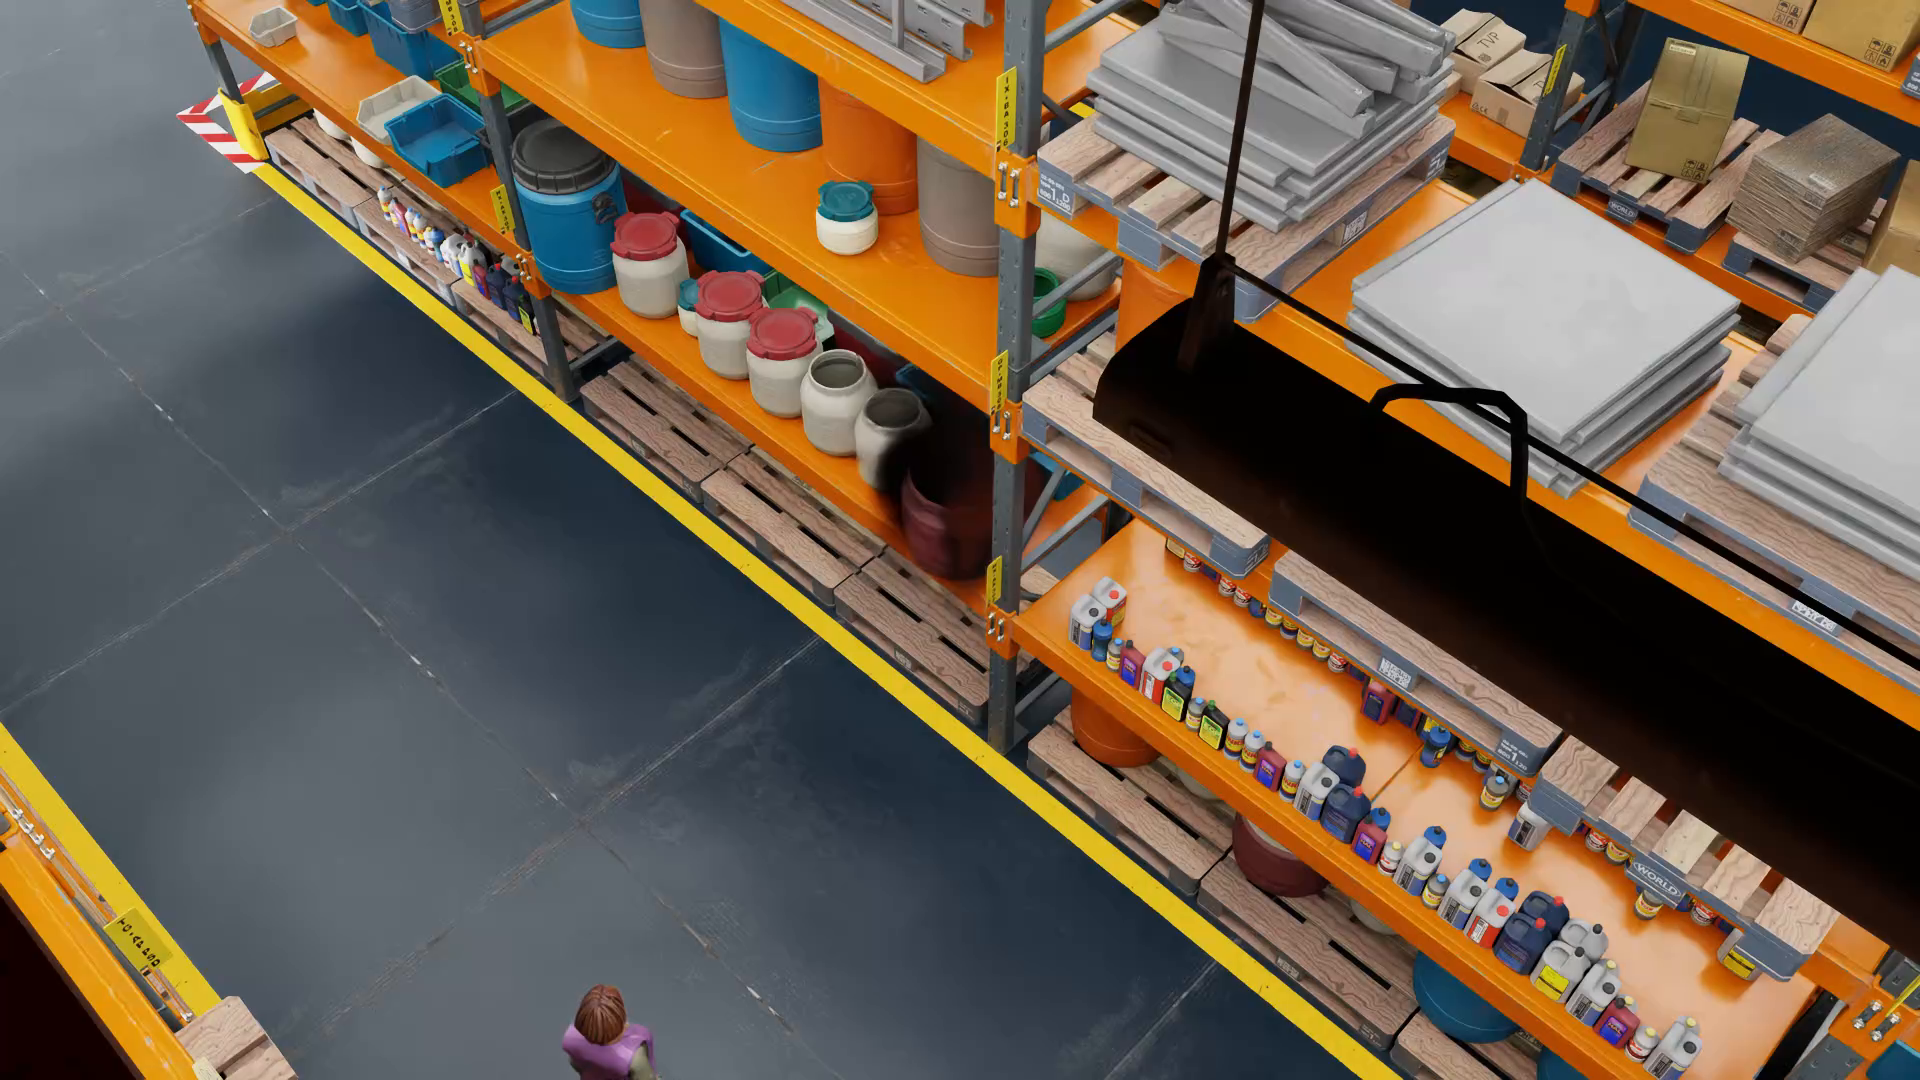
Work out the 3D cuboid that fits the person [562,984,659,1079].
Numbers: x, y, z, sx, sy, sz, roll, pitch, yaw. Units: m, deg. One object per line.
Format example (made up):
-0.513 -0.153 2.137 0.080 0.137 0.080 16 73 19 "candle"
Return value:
-1.409 2.309 7.039 0.460 1.607 0.360 35 58 26 "person"
